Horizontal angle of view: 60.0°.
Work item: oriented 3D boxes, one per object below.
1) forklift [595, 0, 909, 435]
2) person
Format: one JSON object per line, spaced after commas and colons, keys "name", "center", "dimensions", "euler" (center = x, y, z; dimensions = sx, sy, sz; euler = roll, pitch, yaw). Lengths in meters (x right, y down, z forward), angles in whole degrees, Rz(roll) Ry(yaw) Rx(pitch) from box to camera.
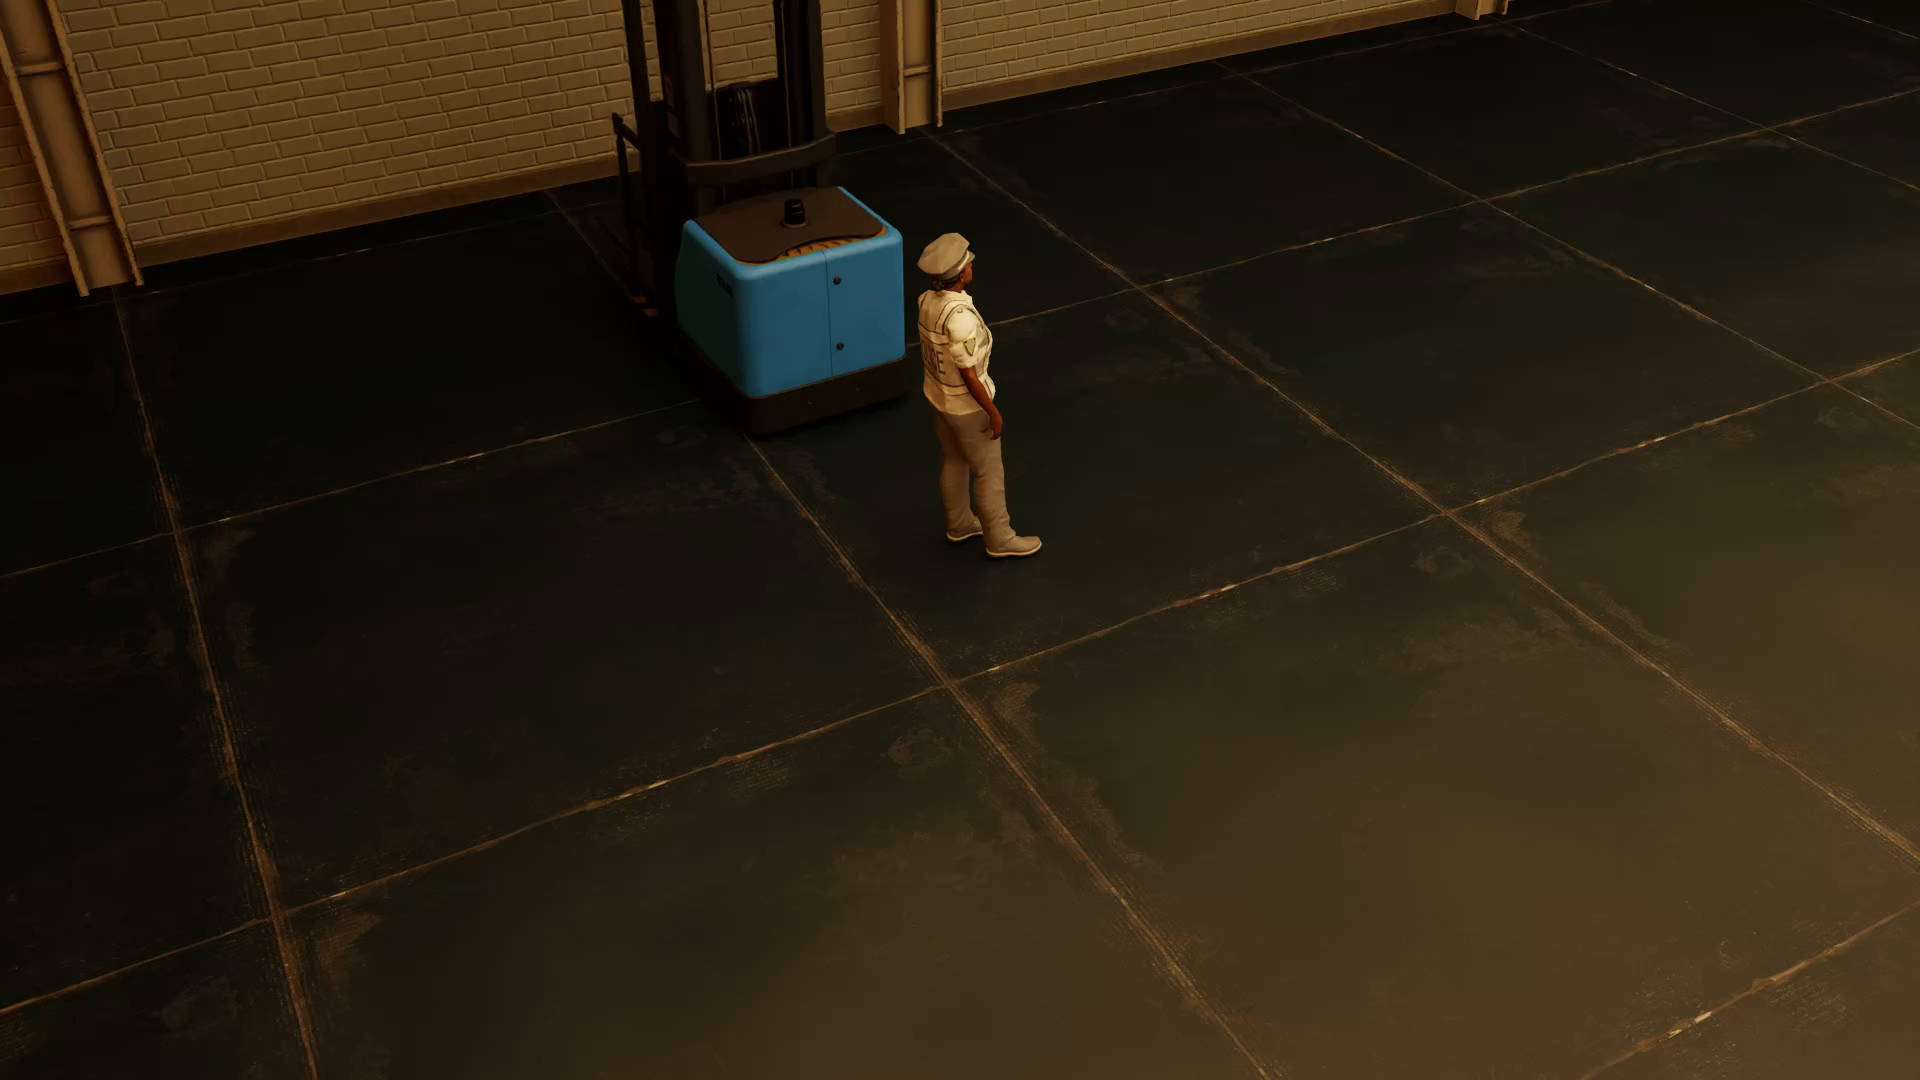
{"name": "forklift", "center": [-1.474, -2.616, 9.824], "dimensions": [1.130, 2.935, 3.031], "euler": [-18, 39, -24]}
{"name": "person", "center": [0.075, -0.708, 8.183], "dimensions": [0.530, 1.695, 0.570], "euler": [-17, 39, -23]}
